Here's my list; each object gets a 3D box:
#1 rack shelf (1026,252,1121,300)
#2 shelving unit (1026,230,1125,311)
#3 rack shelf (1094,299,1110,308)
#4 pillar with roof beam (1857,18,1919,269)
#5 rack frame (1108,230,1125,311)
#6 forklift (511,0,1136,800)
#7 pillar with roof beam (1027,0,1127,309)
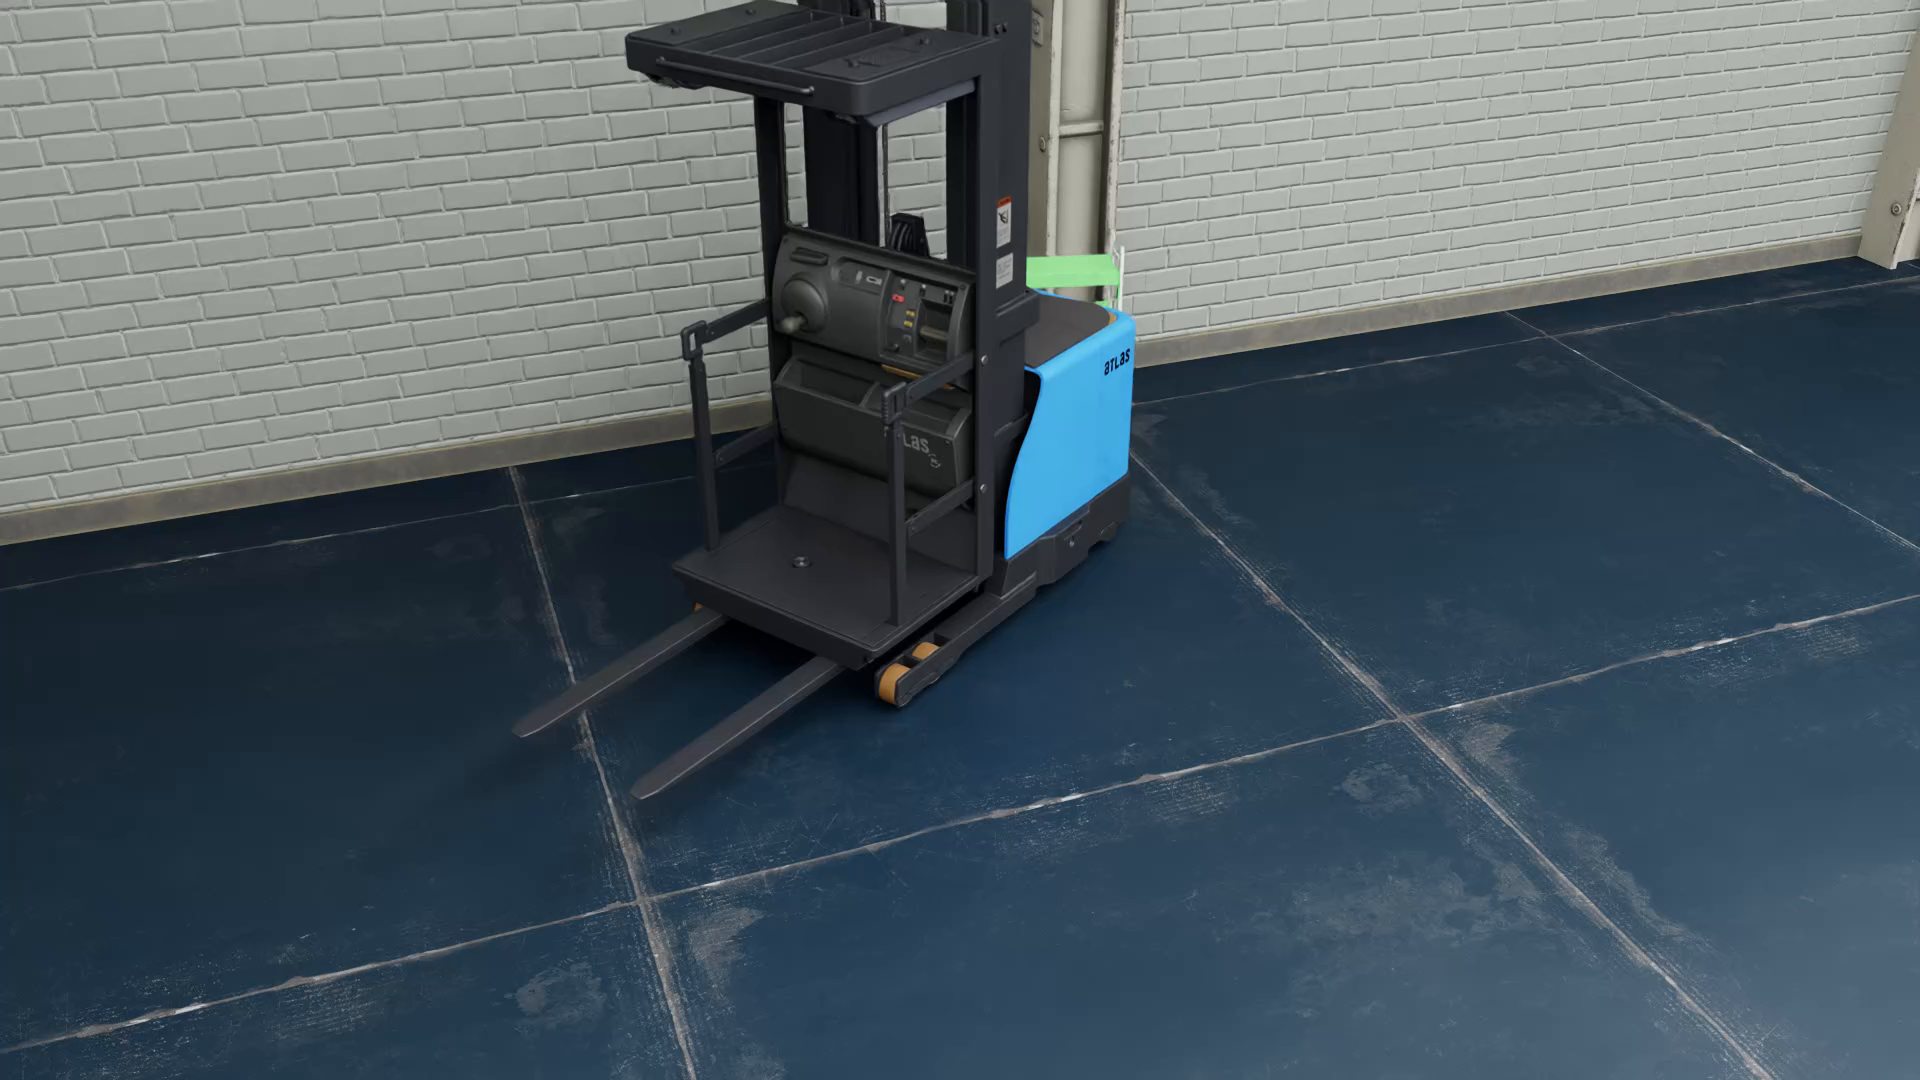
[{"bbox_3d":[0.500,-1.243,7.880,0.480,0.148,0.258,-3,30,-6],"label":"rack shelf"},{"bbox_3d":[0.500,-0.882,8.086,0.503,1.200,0.258,-3,30,-6],"label":"shelving unit"},{"bbox_3d":[0.500,-1.035,7.999,0.480,0.148,0.258,-3,30,-6],"label":"rack shelf"},{"bbox_3d":[7.701,-3.785,5.302,0.400,9.000,9.100,-10,31,-18],"label":"pillar with roof beam"},{"bbox_3d":[0.742,-0.897,8.112,0.015,1.200,0.240,-3,30,-6],"label":"rack frame"},{"bbox_3d":[-0.481,-0.888,6.348,1.130,2.935,3.031,20,35,31],"label":"forklift"},{"bbox_3d":[2.077,-2.749,3.484,0.400,9.000,9.100,-10,31,-18],"label":"pillar with roof beam"}]
